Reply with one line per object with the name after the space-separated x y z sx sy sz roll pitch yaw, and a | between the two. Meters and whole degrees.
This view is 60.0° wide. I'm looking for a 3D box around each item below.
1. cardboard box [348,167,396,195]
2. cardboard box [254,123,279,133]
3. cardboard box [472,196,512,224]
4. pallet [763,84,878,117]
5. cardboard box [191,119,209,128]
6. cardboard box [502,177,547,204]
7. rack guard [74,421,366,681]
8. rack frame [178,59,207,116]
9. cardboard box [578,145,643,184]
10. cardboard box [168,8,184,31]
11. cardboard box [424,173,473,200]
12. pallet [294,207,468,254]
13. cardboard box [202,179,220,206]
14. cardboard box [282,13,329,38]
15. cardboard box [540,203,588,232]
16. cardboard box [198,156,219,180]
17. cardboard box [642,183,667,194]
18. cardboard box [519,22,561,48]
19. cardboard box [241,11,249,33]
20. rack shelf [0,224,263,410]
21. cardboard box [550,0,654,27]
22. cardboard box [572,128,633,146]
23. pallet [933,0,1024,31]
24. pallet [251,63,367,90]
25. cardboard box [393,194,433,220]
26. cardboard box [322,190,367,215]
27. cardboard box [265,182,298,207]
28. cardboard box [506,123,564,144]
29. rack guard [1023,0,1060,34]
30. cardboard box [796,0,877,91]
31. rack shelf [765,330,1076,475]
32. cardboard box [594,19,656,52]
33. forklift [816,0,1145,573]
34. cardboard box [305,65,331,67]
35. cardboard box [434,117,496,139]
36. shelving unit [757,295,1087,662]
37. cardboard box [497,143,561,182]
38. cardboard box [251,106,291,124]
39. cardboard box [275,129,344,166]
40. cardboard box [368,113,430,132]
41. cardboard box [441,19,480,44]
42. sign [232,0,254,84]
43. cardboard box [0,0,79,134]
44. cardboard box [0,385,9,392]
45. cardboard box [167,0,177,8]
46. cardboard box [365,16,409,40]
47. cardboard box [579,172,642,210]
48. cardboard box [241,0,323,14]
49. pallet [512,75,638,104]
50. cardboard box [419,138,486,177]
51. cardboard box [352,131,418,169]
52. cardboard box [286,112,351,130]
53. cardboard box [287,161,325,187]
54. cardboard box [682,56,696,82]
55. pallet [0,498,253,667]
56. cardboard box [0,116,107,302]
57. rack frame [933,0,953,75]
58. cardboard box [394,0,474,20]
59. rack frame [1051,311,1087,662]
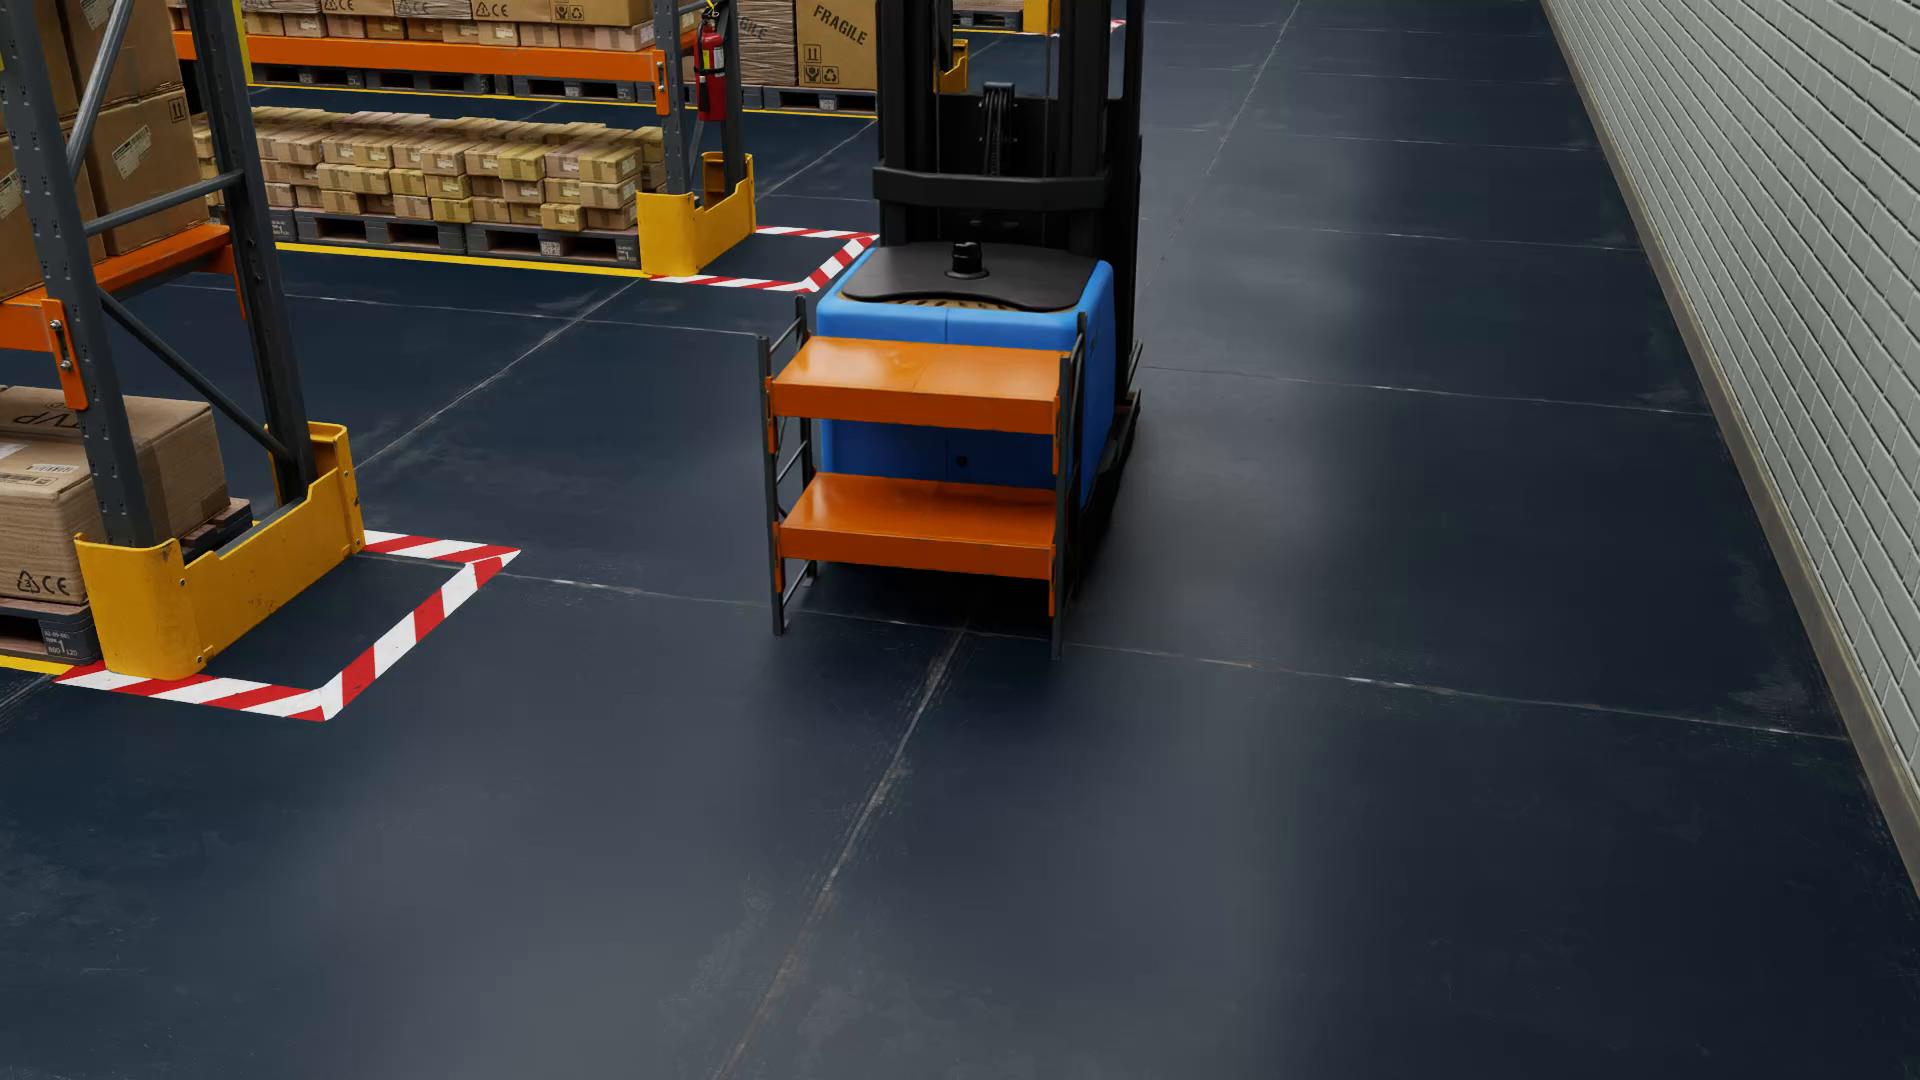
-3.688 -2.330 10.637 0.250 0.149 0.380 7 26 14 | cardboard box
-4.663 -2.613 10.885 0.250 0.149 0.380 6 26 12 | cardboard box
-2.893 -2.140 10.584 0.250 0.149 0.380 7 26 14 | cardboard box
-1.041 -4.046 15.003 1.213 0.211 1.003 6 26 13 | pallet
-5.172 -2.674 11.013 0.250 0.149 0.380 7 26 15 | cardboard box
-2.666 -2.227 10.421 0.250 0.149 0.380 5 26 11 | cardboard box
-2.692 0.005 6.158 0.348 0.500 1.175 6 26 13 | rack guard
-5.454 -3.626 10.877 0.127 3.000 1.000 6 26 13 | rack frame
-2.156 -2.320 10.270 0.250 0.149 0.380 7 26 14 | cardboard box
-4.992 -3.349 10.588 0.250 0.149 0.380 7 26 15 | cardboard box
-3.171 -2.277 10.526 0.250 0.149 0.380 7 26 14 | cardboard box
-3.609 -2.180 11.084 1.213 0.211 1.003 6 26 13 | pallet
-4.924 -2.327 10.977 0.250 0.149 0.380 7 26 15 | cardboard box
-3.973 -3.225 10.328 0.250 0.149 0.380 7 26 15 | cardboard box
-2.416 -2.055 10.405 0.250 0.149 0.380 7 26 15 | cardboard box
-4.915 -2.501 10.996 0.250 0.149 0.380 6 26 13 | cardboard box
-2.008 -2.290 10.898 0.250 0.149 0.380 7 26 14 | cardboard box
-2.444 -3.065 9.990 0.250 0.149 0.380 6 26 12 | cardboard box
-4.459 -3.311 10.508 0.250 0.149 0.380 5 26 11 | cardboard box
-4.652 -1.016 6.231 4.000 0.370 1.077 6 26 13 | rack shelf
-2.079 -3.318 9.768 0.500 0.500 0.500 7 26 14 | cardboard box
-2.300 -2.546 10.744 0.250 0.149 0.380 7 26 14 | cardboard box
0.198 -6.159 19.442 1.213 0.211 1.003 6 26 13 | pallet
-6.072 -4.602 16.171 1.213 0.211 1.003 6 26 13 | pallet
-3.415 -2.179 10.666 0.250 0.149 0.380 7 26 14 | cardboard box
-3.914 -2.234 10.780 0.250 0.149 0.380 6 26 12 | cardboard box
-4.412 -2.316 10.953 0.250 0.149 0.380 6 26 12 | cardboard box
-2.773 -2.618 10.896 0.250 0.149 0.380 5 26 10 | cardboard box
1.013 -6.188 19.166 0.348 0.500 1.175 6 26 13 | rack guard
-0.886 -4.517 14.732 0.875 0.875 0.875 6 26 13 | cardboard box
-0.116 -0.490 5.790 1.000 0.278 0.538 5 26 10 | rack shelf
-1.966 -3.002 9.858 0.250 0.149 0.380 6 26 13 | cardboard box
0.247 -1.805 7.132 1.130 2.935 3.031 5 26 10 | forklift
-5.611 -5.066 15.885 0.875 0.875 1.225 5 26 11 | cardboard box
-3.282 -2.699 11.066 0.250 0.149 0.380 7 26 14 | cardboard box
-0.116 -0.226 5.916 1.048 1.125 0.538 5 26 10 | shelving unit
-2.667 -2.346 10.323 0.250 0.149 0.380 6 26 12 | cardboard box
-4.787 -2.857 11.396 0.250 0.149 0.380 7 26 14 | cardboard box
-4.178 -2.534 10.718 0.250 0.149 0.380 7 26 14 | cardboard box
-3.763 -2.758 11.190 0.250 0.149 0.380 5 26 11 | cardboard box
-2.945 -3.123 10.112 0.250 0.149 0.380 5 26 11 | cardboard box
-2.571 -1.783 5.907 0.005 0.325 0.100 6 26 13 | sign
-3.241 -1.575 5.290 0.500 0.500 0.500 7 26 15 | cardboard box
-4.267 -0.283 6.346 0.875 0.438 0.875 7 26 14 | cardboard box
-5.037 -3.648 10.460 0.500 0.500 0.500 6 26 12 | cardboard box
-3.453 -3.198 10.270 0.250 0.149 0.380 7 26 14 | cardboard box
-2.162 -2.172 10.305 0.250 0.149 0.380 6 26 12 | cardboard box
-4.077 -3.529 10.210 0.500 0.500 0.500 6 26 12 | cardboard box
-3.404 -4.307 15.551 1.213 0.211 1.003 6 26 13 | pallet
-3.176 -2.405 10.449 0.250 0.149 0.380 7 26 15 | cardboard box
-3.665 -2.496 10.639 0.250 0.149 0.380 6 26 13 | cardboard box
-4.312 -2.773 11.220 0.250 0.149 0.380 7 26 15 | cardboard box
-4.149 -2.421 10.827 0.250 0.149 0.380 8 26 15 | cardboard box
-2.630 -4.710 15.137 0.875 0.875 0.875 6 26 13 | cardboard box
-3.509 0.080 6.337 1.213 0.211 1.003 6 26 13 | pallet
-3.248 -1.113 5.482 0.500 0.500 0.500 6 26 13 | cardboard box
-0.247 -5.252 14.292 0.127 3.000 1.000 6 26 13 | rack frame
-3.070 -3.426 9.994 0.500 0.500 0.500 6 26 13 | cardboard box
0.383 -0.185 5.831 0.032 1.125 0.500 5 26 10 | rack frame
